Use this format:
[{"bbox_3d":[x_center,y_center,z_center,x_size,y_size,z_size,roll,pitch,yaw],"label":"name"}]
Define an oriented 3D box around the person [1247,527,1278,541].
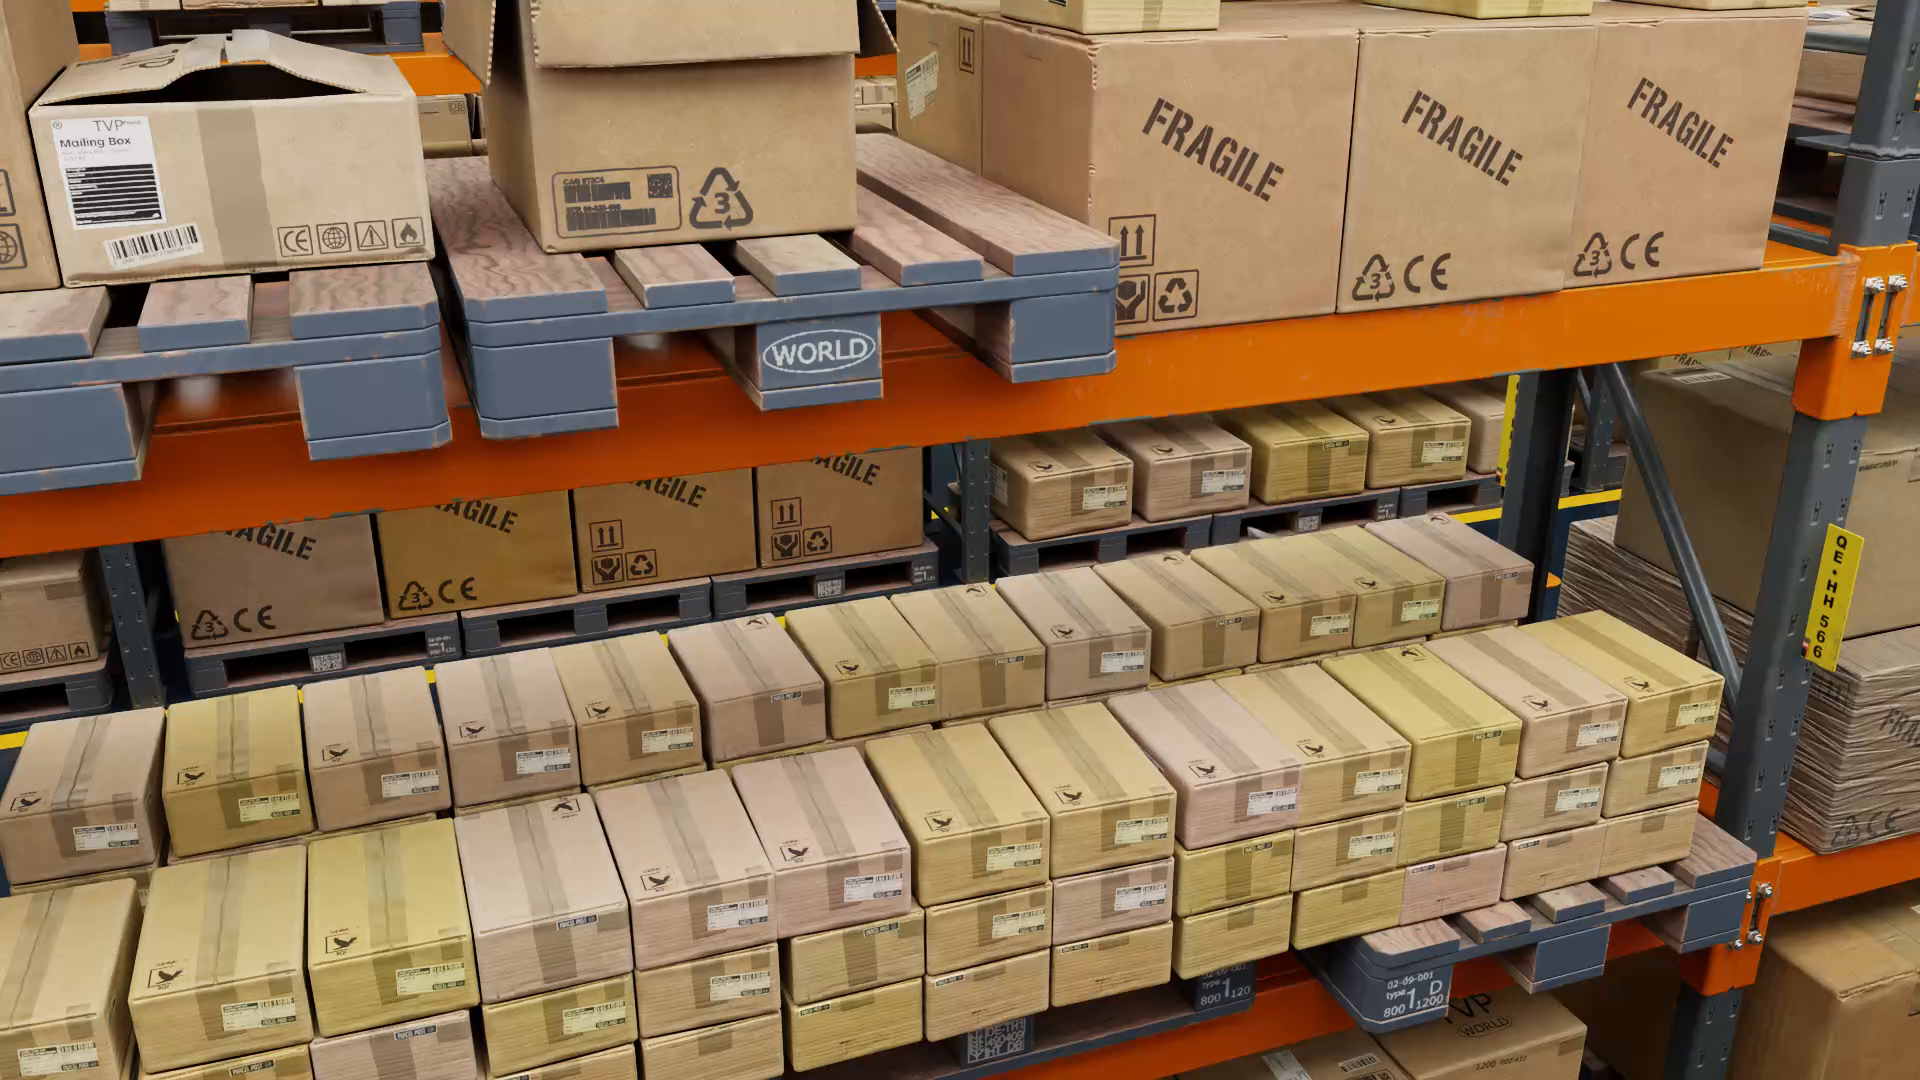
[{"bbox_3d":[1.027,0.481,6.908,0.903,1.010,0.553,-8,24,-19],"label":"person"}]
